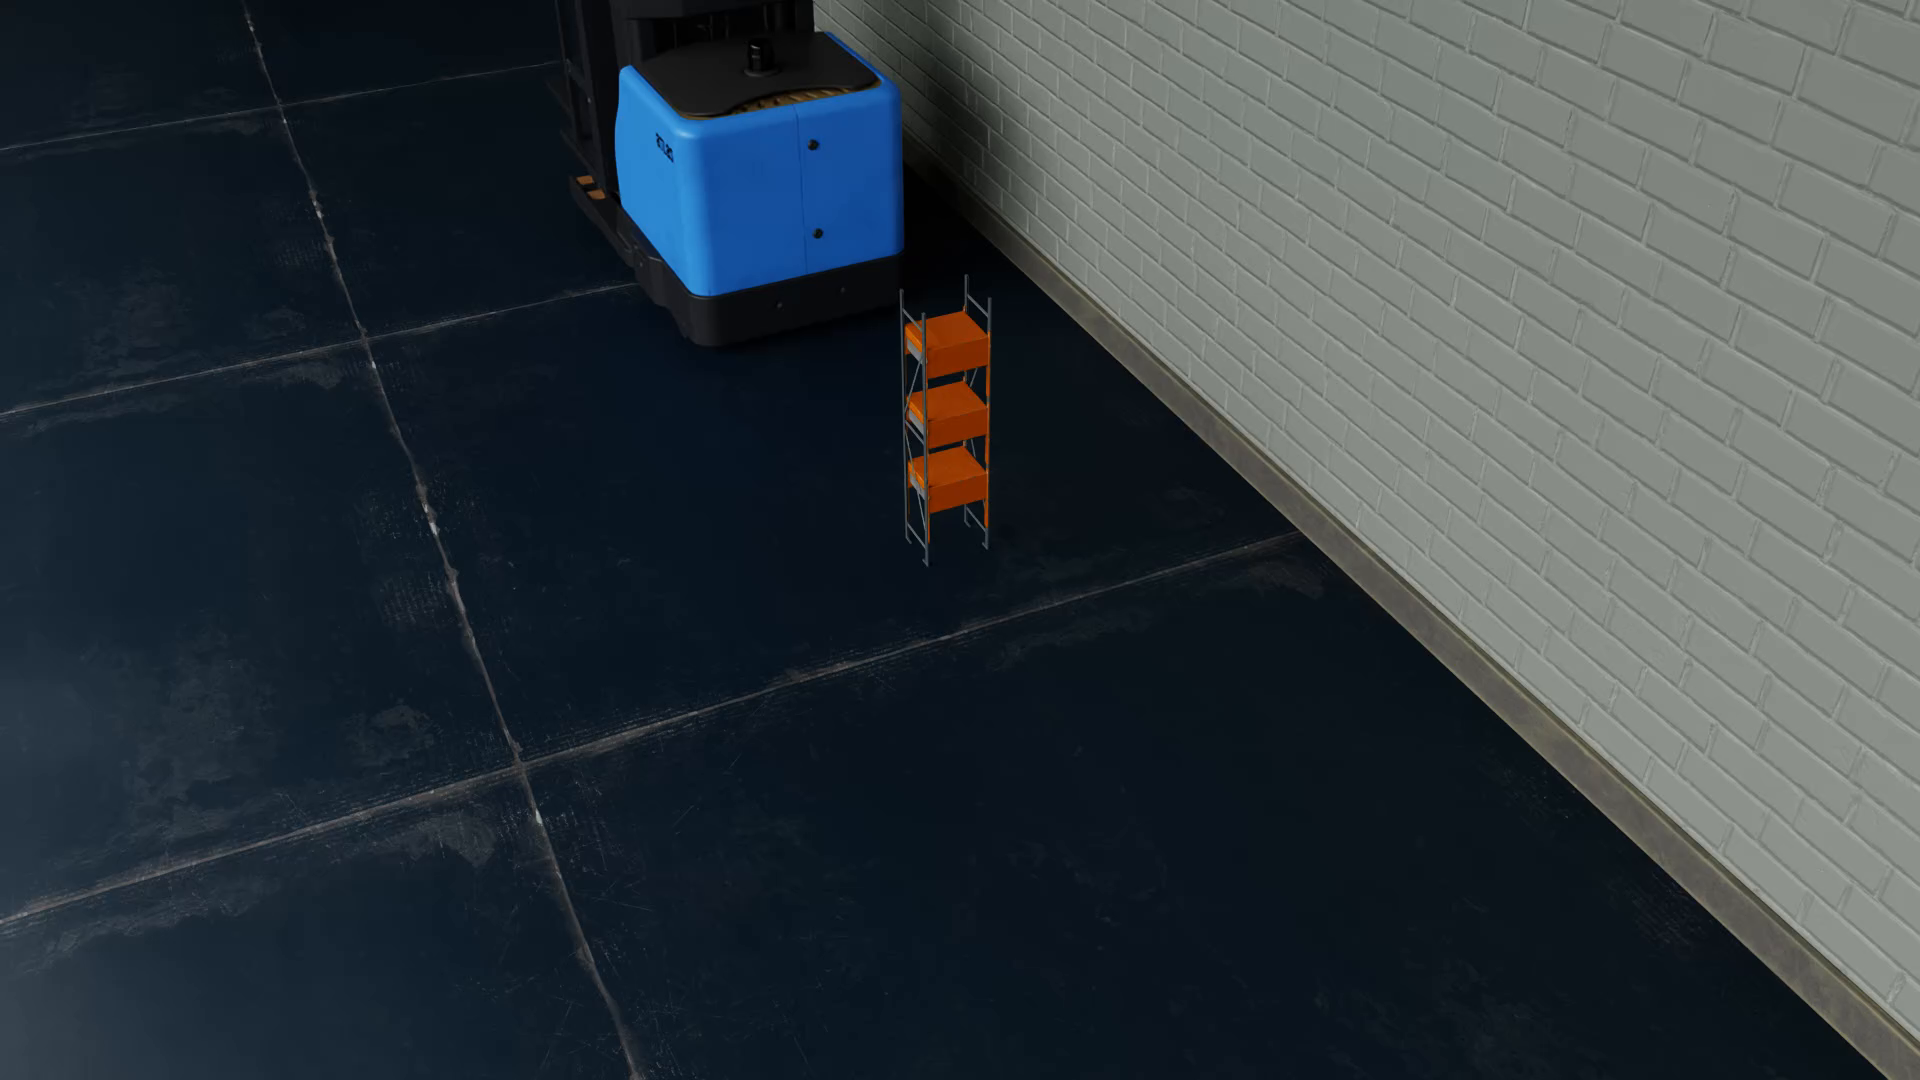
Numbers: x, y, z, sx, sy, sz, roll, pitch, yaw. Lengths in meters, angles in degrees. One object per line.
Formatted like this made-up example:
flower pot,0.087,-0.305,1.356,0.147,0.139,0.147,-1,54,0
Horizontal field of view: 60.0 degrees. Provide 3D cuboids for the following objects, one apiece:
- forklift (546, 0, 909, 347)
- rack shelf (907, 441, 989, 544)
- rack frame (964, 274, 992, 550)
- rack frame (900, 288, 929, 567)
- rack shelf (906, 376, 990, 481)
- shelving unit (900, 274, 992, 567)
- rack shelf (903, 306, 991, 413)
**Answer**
forklift,-1.349,-2.887,7.683,1.130,2.935,3.031,-17,40,-21
rack shelf,-0.048,-0.176,6.091,0.240,0.259,0.215,-16,39,-20
rack frame,0.062,-0.439,5.961,0.008,1.050,0.200,-16,39,-20
rack frame,-0.159,-0.377,5.877,0.008,1.050,0.200,-16,39,-20
rack shelf,-0.048,-0.400,5.925,0.240,0.259,0.215,-16,39,-20
shelving unit,-0.048,-0.408,5.919,0.252,1.050,0.215,-16,39,-20
rack shelf,-0.048,-0.628,5.756,0.240,0.259,0.215,-16,39,-20
